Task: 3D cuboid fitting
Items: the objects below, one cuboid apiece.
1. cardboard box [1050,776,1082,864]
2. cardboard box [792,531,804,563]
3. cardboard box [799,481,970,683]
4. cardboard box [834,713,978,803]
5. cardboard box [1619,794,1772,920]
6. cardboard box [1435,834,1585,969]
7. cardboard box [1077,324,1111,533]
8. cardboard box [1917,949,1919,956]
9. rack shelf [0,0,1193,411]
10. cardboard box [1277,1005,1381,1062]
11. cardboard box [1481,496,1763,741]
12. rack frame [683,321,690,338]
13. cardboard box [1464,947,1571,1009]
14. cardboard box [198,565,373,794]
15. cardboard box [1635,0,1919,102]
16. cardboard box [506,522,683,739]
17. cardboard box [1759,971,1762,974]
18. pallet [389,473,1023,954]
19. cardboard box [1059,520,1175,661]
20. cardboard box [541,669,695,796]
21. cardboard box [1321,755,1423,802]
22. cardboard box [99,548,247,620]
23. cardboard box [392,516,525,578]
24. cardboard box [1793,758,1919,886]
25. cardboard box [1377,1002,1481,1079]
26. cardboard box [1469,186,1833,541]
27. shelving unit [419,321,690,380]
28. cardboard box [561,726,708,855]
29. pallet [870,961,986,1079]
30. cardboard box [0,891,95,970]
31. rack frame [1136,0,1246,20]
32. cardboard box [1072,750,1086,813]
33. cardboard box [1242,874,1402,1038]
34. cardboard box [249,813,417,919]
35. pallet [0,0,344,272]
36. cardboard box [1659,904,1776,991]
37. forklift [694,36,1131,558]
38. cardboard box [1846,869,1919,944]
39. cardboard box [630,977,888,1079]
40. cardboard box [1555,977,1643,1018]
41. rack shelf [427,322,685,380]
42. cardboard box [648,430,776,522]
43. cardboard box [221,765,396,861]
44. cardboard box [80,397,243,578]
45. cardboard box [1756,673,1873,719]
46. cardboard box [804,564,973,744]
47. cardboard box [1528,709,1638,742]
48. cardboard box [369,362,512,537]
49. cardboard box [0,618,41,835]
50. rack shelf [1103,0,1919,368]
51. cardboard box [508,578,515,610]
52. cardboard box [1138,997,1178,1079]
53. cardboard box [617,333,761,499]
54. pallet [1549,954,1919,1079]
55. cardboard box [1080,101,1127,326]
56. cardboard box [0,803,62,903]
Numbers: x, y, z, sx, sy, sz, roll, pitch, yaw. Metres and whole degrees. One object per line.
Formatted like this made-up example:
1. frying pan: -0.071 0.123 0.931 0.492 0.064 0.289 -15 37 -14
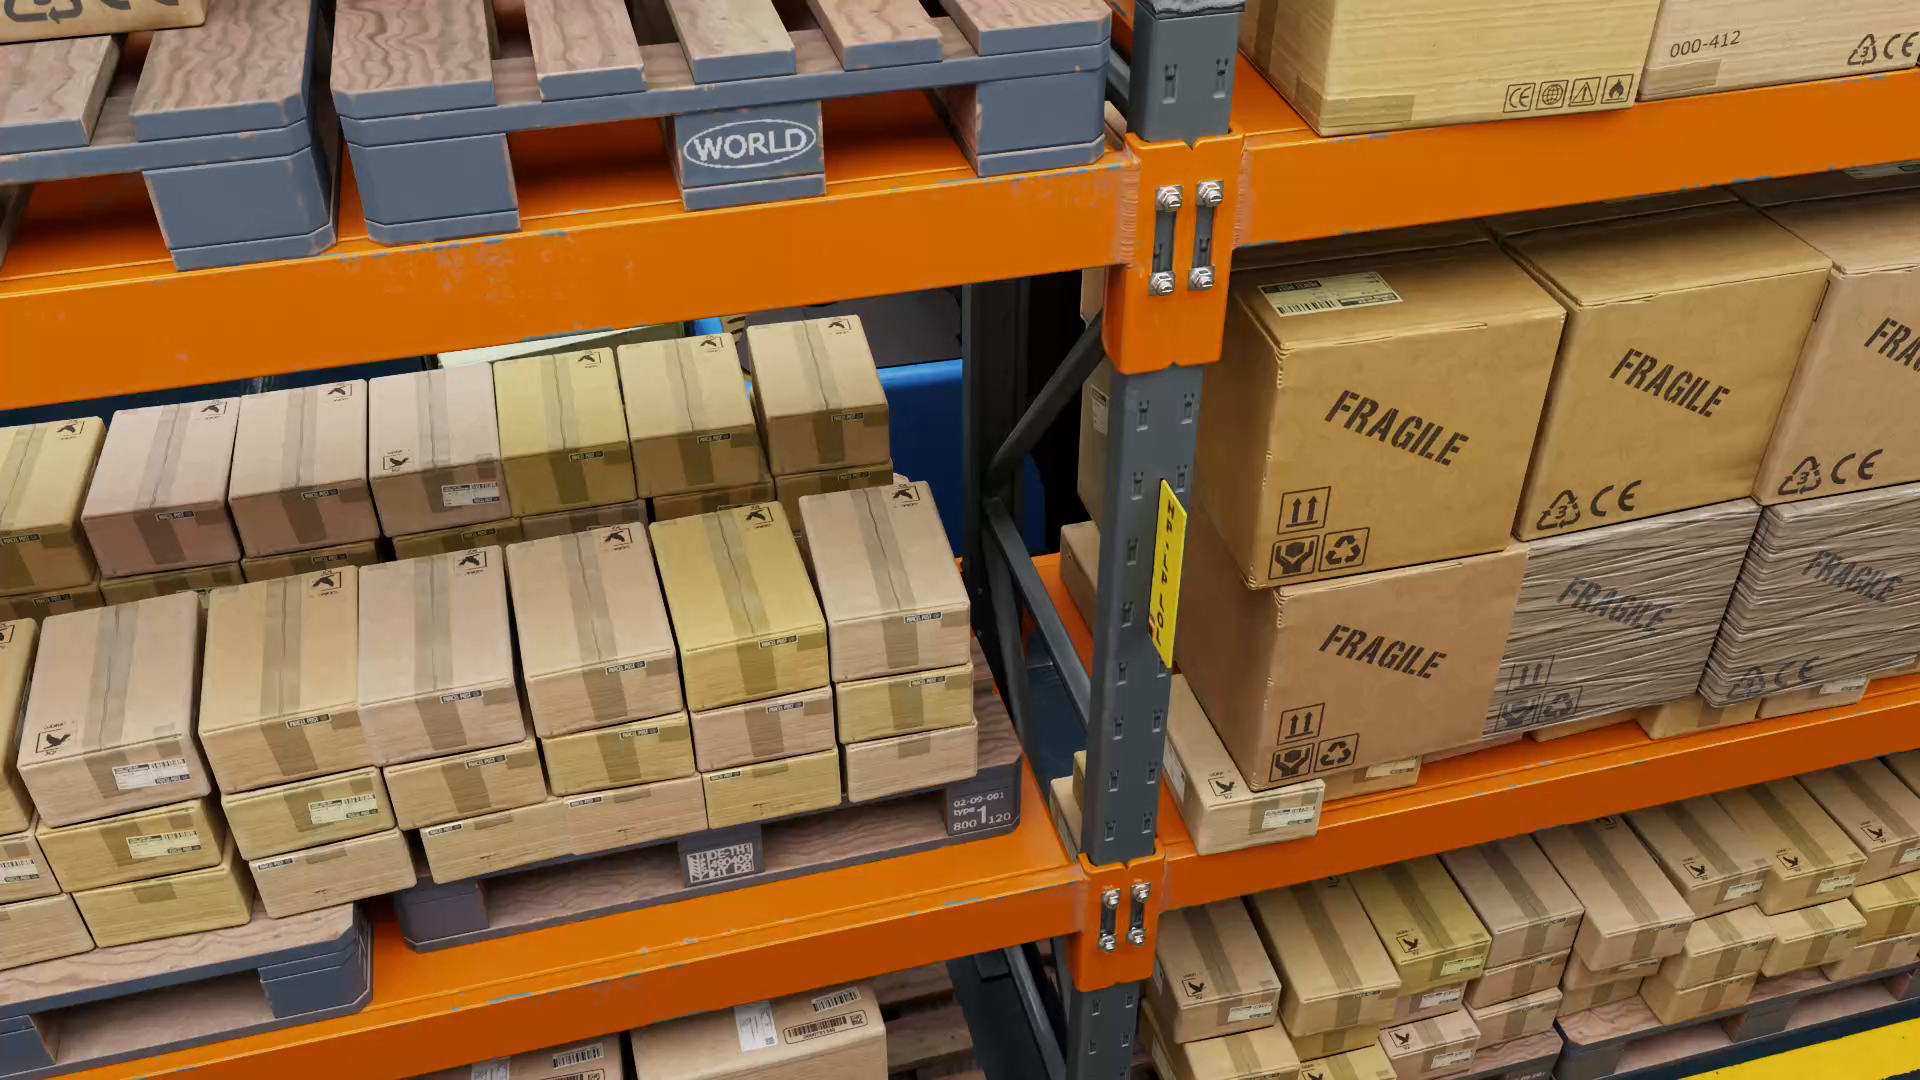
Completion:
1. cardboard box: 0.414 0.806 4.484 0.250 0.149 0.380 -9 38 -11
2. cardboard box: -0.307 -0.080 3.746 0.250 0.149 0.380 -11 39 -14
3. cardboard box: -0.144 0.070 3.062 0.250 0.149 0.380 -8 38 -10
4. cardboard box: -0.139 0.307 3.241 0.250 0.149 0.380 -10 39 -13
5. cardboard box: 1.847 0.775 4.280 0.250 0.149 0.380 -11 39 -14
6. cardboard box: 1.338 0.859 4.170 0.250 0.149 0.380 -10 39 -13
7. cardboard box: 0.586 -0.205 3.723 0.500 0.500 0.500 -9 38 -12
8. cardboard box: 2.637 0.948 4.543 0.250 0.149 0.380 -11 39 -14
9. rack shelf: -1.738 -0.394 2.420 4.000 0.370 1.077 -9 38 -12
10. cardboard box: 0.847 1.080 4.126 0.250 0.149 0.380 -9 38 -12
11. cardboard box: 1.213 0.024 3.423 0.500 0.500 0.500 -9 38 -12
12. rack frame: -0.908 -0.337 5.456 0.023 1.500 0.400 -16 40 -19
13. cardboard box: 1.335 0.979 4.257 0.250 0.149 0.380 -11 39 -14
14. cardboard box: -1.144 0.231 2.851 0.250 0.149 0.380 -11 39 -13
15. cardboard box: 1.190 -0.940 2.665 0.500 0.250 0.500 -10 39 -13
16. cardboard box: -0.653 0.152 2.953 0.250 0.149 0.380 -11 39 -13
17. cardboard box: 2.104 0.975 4.507 0.250 0.149 0.380 -8 38 -11
18. pallet: -0.583 0.307 3.538 1.213 0.211 1.003 -9 38 -12
19. cardboard box: 0.408 0.112 3.841 0.250 0.149 0.380 -10 38 -12
20. cardboard box: -0.634 0.269 3.046 0.250 0.149 0.380 -8 38 -10
21. cardboard box: 0.782 0.357 3.521 0.250 0.149 0.380 -8 38 -11
22. cardboard box: -1.573 0.013 3.380 0.250 0.149 0.380 -10 39 -13
23. cardboard box: -1.057 -0.073 3.493 0.250 0.149 0.380 -11 39 -14
24. cardboard box: 2.340 0.700 4.377 0.250 0.149 0.380 -11 39 -13
25. cardboard box: 1.112 1.179 4.241 0.250 0.149 0.380 -9 38 -12
26. cardboard box: 1.189 -0.380 3.128 0.500 0.500 0.500 -10 39 -13
27. shelving unit: -1.241 -0.244 5.335 0.755 1.500 0.431 -16 40 -19
28. cardboard box: -0.630 0.387 3.137 0.250 0.149 0.380 -9 38 -12
29. pallet: -0.558 1.427 4.211 1.213 0.211 1.003 -9 38 -12
30. cardboard box: -1.653 0.557 2.914 0.250 0.149 0.380 -11 39 -13
31. rack frame: 0.193 -2.188 1.704 0.127 3.000 1.000 -9 38 -12
32. cardboard box: 0.469 0.715 4.358 0.250 0.149 0.380 -8 38 -11
33. cardboard box: 0.861 0.982 4.008 0.250 0.149 0.380 -8 38 -10
34. cardboard box: -1.140 0.474 3.023 0.250 0.149 0.380 -11 39 -14
35. pallet: -1.431 -0.721 2.409 1.003 0.211 1.213 -9 38 -12
36. cardboard box: 1.866 0.946 4.300 0.250 0.149 0.380 -10 38 -12
37. forklift: 0.613 -1.252 5.475 3.031 2.935 1.130 -8 38 -11
38. cardboard box: 2.369 0.862 4.410 0.250 0.149 0.380 -7 38 -10
39. cardboard box: -0.460 0.989 3.582 0.500 0.250 0.500 -10 39 -13
40. cardboard box: 1.594 1.046 4.414 0.250 0.149 0.380 -11 39 -14
41. rack shelf: -1.241 -0.554 5.098 0.720 0.370 0.431 -16 40 -19
42. cardboard box: -0.557 -0.155 3.601 0.250 0.149 0.380 -10 39 -13
43. cardboard box: -1.148 0.355 2.934 0.250 0.149 0.380 -11 39 -14
44. cardboard box: -1.555 -0.110 3.297 0.250 0.149 0.380 -8 38 -10
45. cardboard box: 1.810 0.205 3.721 0.250 0.149 0.380 -8 38 -10
46. cardboard box: -0.140 0.189 3.151 0.250 0.149 0.380 -8 38 -11
47. cardboard box: 1.289 0.245 3.668 0.250 0.149 0.380 -11 39 -14
48. cardboard box: -1.065 -0.191 3.402 0.250 0.149 0.380 -10 38 -13
49. cardboard box: -1.662 0.319 2.735 0.250 0.149 0.380 -10 39 -13
50. rack shelf: 2.124 -1.028 3.248 4.000 0.370 1.077 -9 38 -12
51. cardboard box: -1.058 0.044 3.584 0.250 0.149 0.380 -9 38 -11
52. cardboard box: 0.628 1.291 4.094 0.250 0.149 0.380 -11 39 -14
53. cardboard box: -0.575 -0.268 3.503 0.250 0.149 0.380 -8 38 -11
54. pallet: 2.012 0.980 4.795 1.213 0.211 1.003 -9 38 -12
55. cardboard box: 0.576 -0.593 3.407 0.500 0.500 0.500 -11 39 -14
56. cardboard box: -1.647 0.435 2.829 0.250 0.149 0.380 -8 38 -10
